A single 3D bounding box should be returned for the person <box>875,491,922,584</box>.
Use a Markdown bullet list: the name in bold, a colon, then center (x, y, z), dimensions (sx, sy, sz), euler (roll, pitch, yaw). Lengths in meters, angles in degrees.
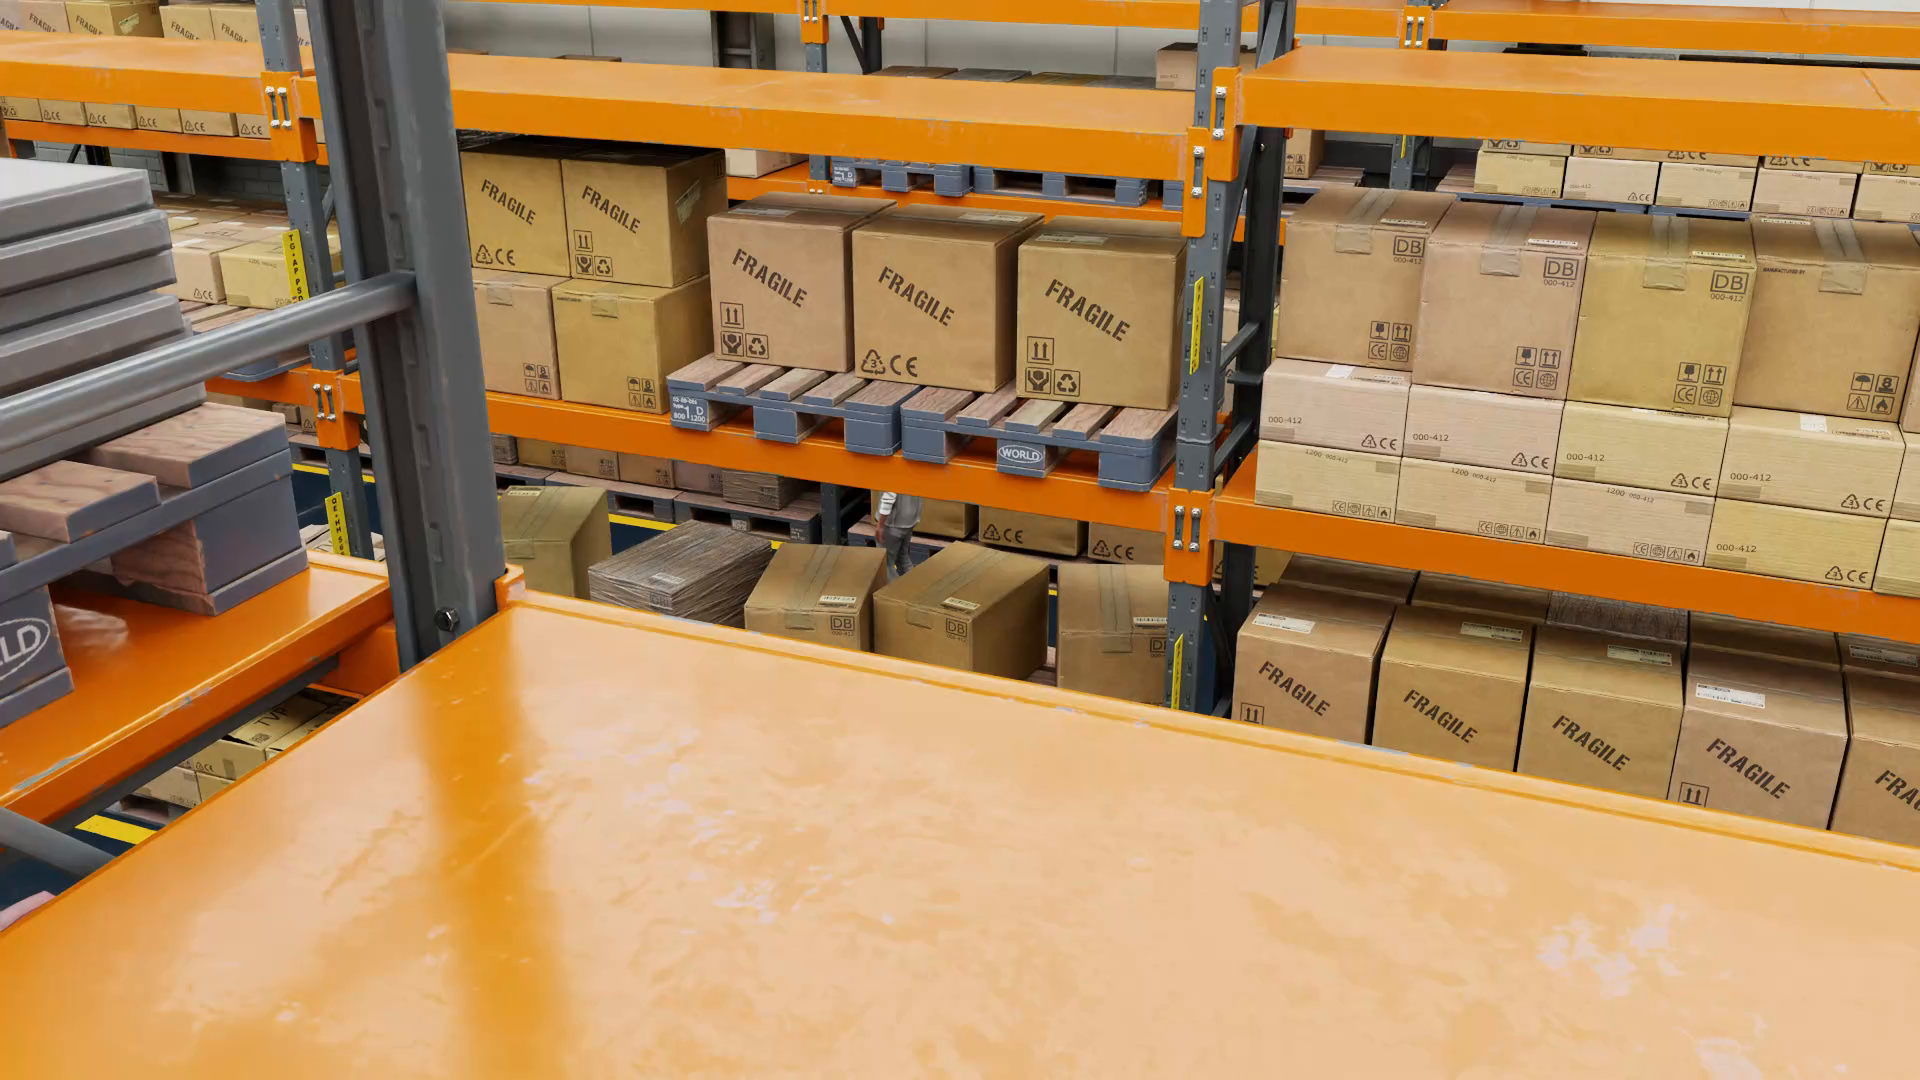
- **person**: center (-0.452, -0.149, 11.261), dimensions (0.370, 1.594, 0.485), euler (8, 24, 17)
